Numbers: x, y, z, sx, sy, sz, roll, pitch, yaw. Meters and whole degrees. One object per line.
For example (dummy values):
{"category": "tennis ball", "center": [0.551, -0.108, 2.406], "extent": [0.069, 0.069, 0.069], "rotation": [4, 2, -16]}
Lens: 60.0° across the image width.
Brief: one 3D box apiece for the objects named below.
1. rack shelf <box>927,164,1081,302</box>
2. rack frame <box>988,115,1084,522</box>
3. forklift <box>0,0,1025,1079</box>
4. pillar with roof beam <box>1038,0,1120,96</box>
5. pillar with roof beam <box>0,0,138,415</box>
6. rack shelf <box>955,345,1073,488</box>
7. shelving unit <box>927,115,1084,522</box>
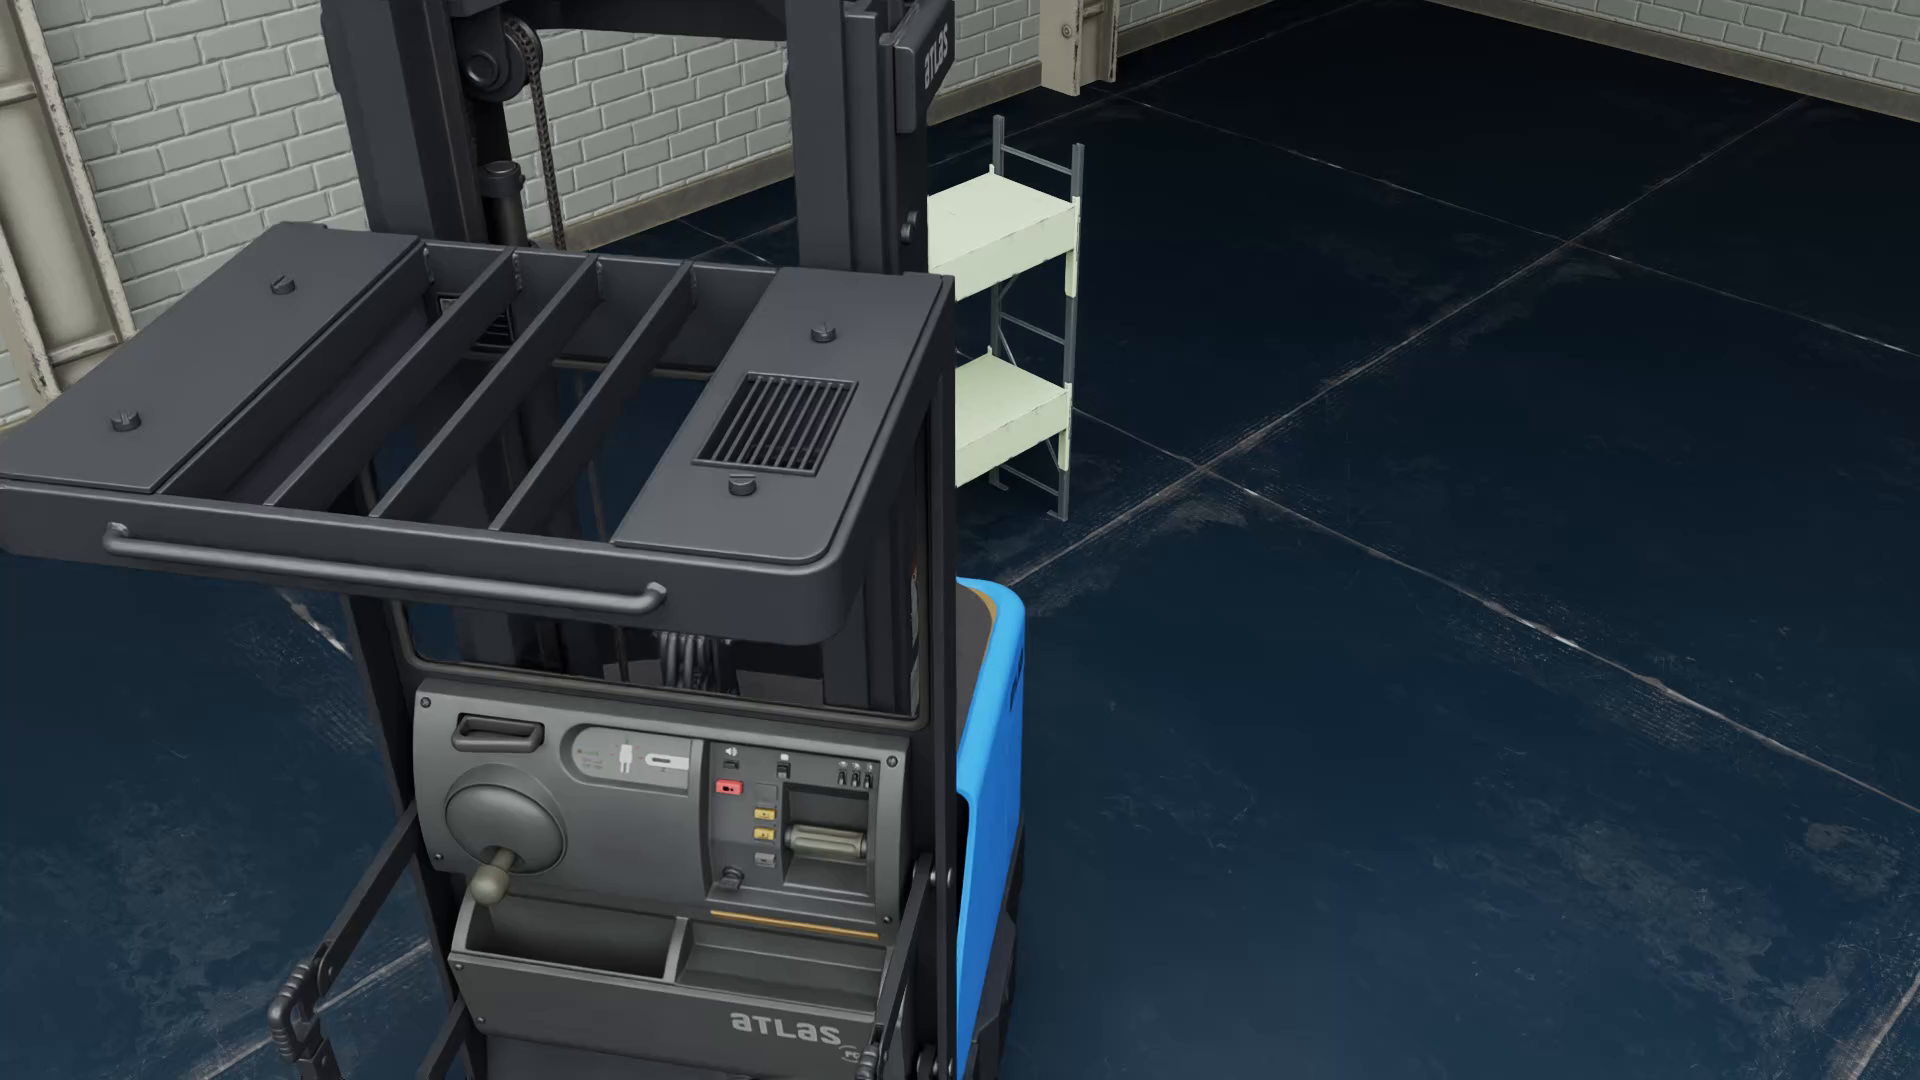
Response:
{"category": "rack shelf", "center": [0.005, -0.938, 5.602], "extent": [0.431, 0.370, 0.720], "rotation": [30, 45, 35]}
{"category": "rack frame", "center": [0.263, -0.766, 6.038], "extent": [0.400, 1.500, 0.023], "rotation": [30, 45, 35]}
{"category": "forklift", "center": [-0.594, 0.566, 2.877], "extent": [1.130, 2.935, 3.031], "rotation": [6, 35, 9]}
{"category": "pillar with roof beam", "center": [3.780, -4.798, 5.263], "extent": [9.100, 9.000, 0.400], "rotation": [30, 45, 35]}
{"category": "pillar with roof beam", "center": [-0.447, -2.362, 1.770], "extent": [9.100, 9.000, 0.400], "rotation": [30, 45, 35]}
{"category": "rack shelf", "center": [0.005, -0.350, 6.011], "extent": [0.431, 0.370, 0.720], "rotation": [30, 45, 35]}
{"category": "shelving unit", "center": [0.005, -0.618, 5.825], "extent": [0.431, 1.500, 0.755], "rotation": [30, 45, 35]}
